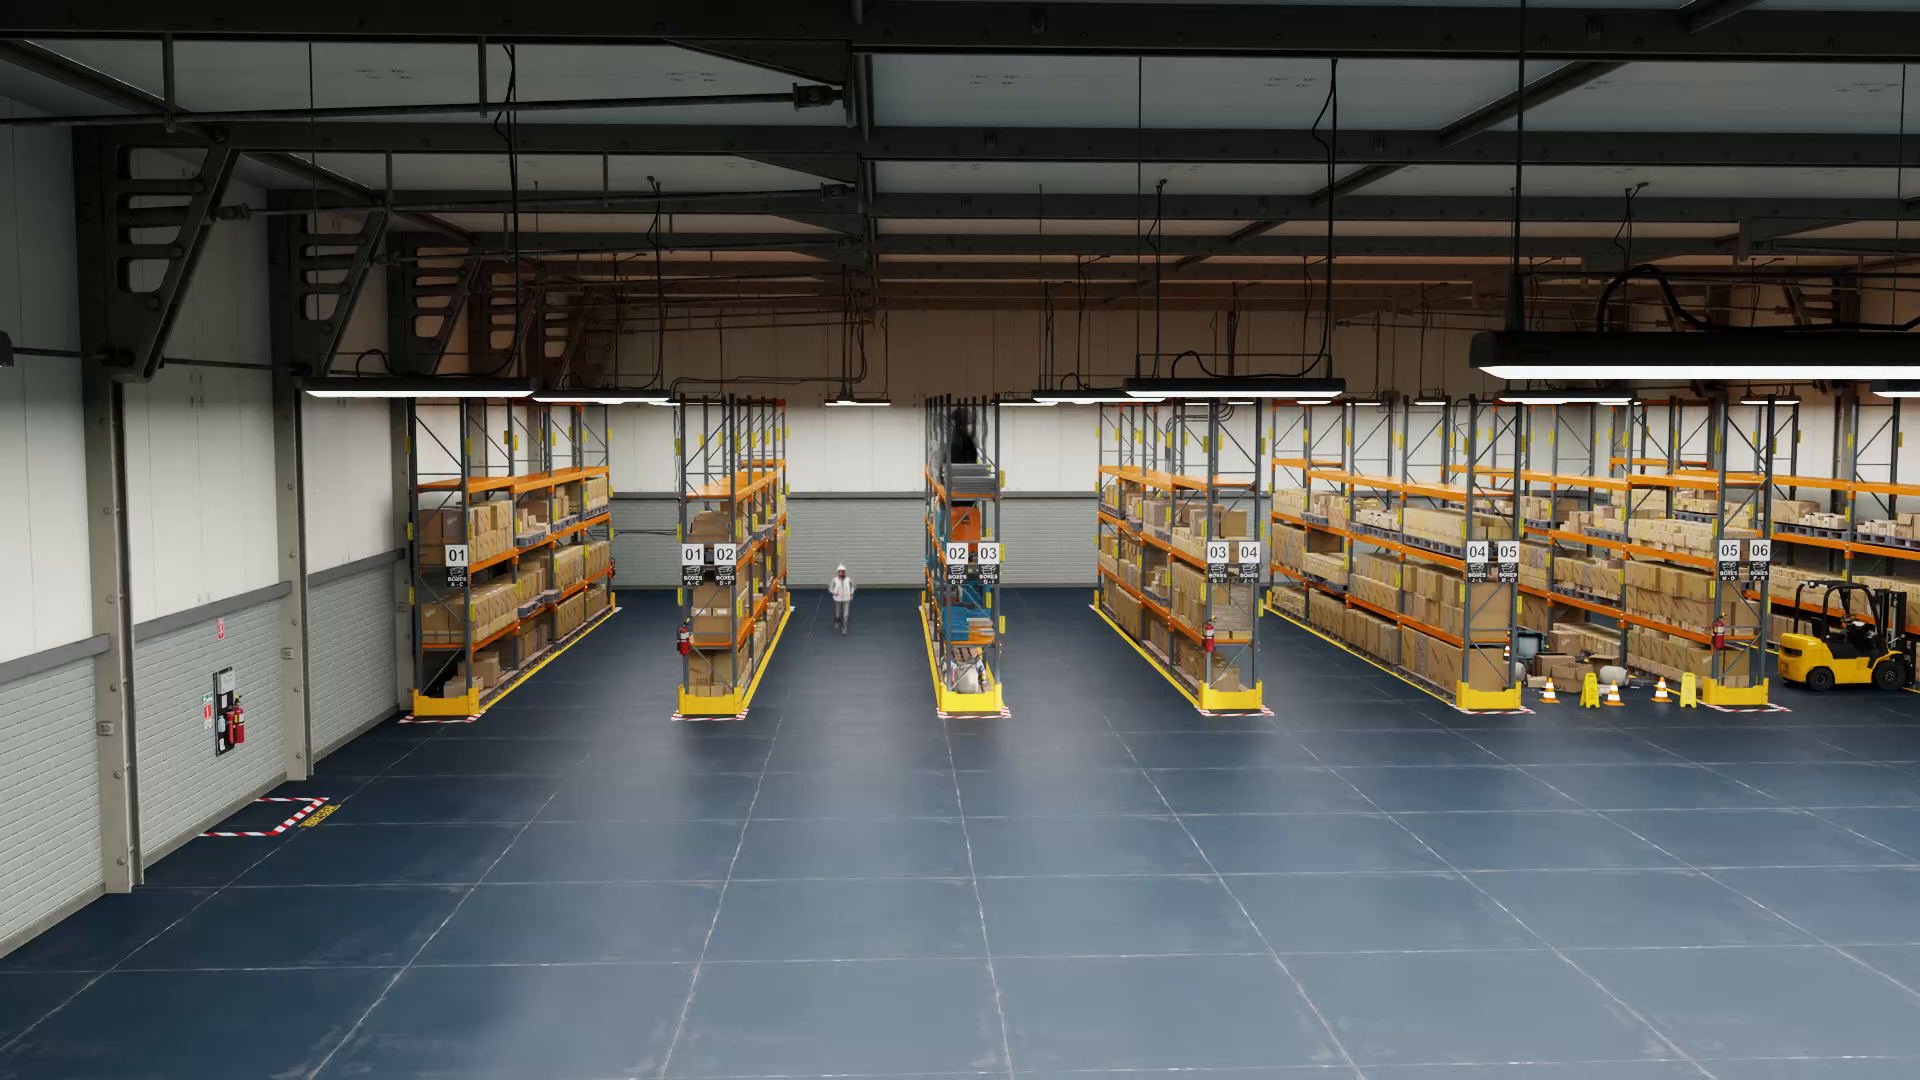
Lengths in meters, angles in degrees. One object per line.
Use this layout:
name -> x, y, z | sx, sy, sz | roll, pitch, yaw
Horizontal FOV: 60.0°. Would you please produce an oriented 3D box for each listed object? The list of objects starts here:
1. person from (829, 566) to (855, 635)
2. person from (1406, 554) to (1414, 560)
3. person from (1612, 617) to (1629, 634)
person -> -2.992, 1.520, 42.275 | 0.669, 1.733, 0.760 | -1, 5, -10
person -> 13.687, 0.872, 50.857 | 0.735, 1.725, 0.545 | -2, 5, -28
person -> 16.269, 1.658, 40.790 | 0.651, 1.673, 0.586 | -1, 5, -9
